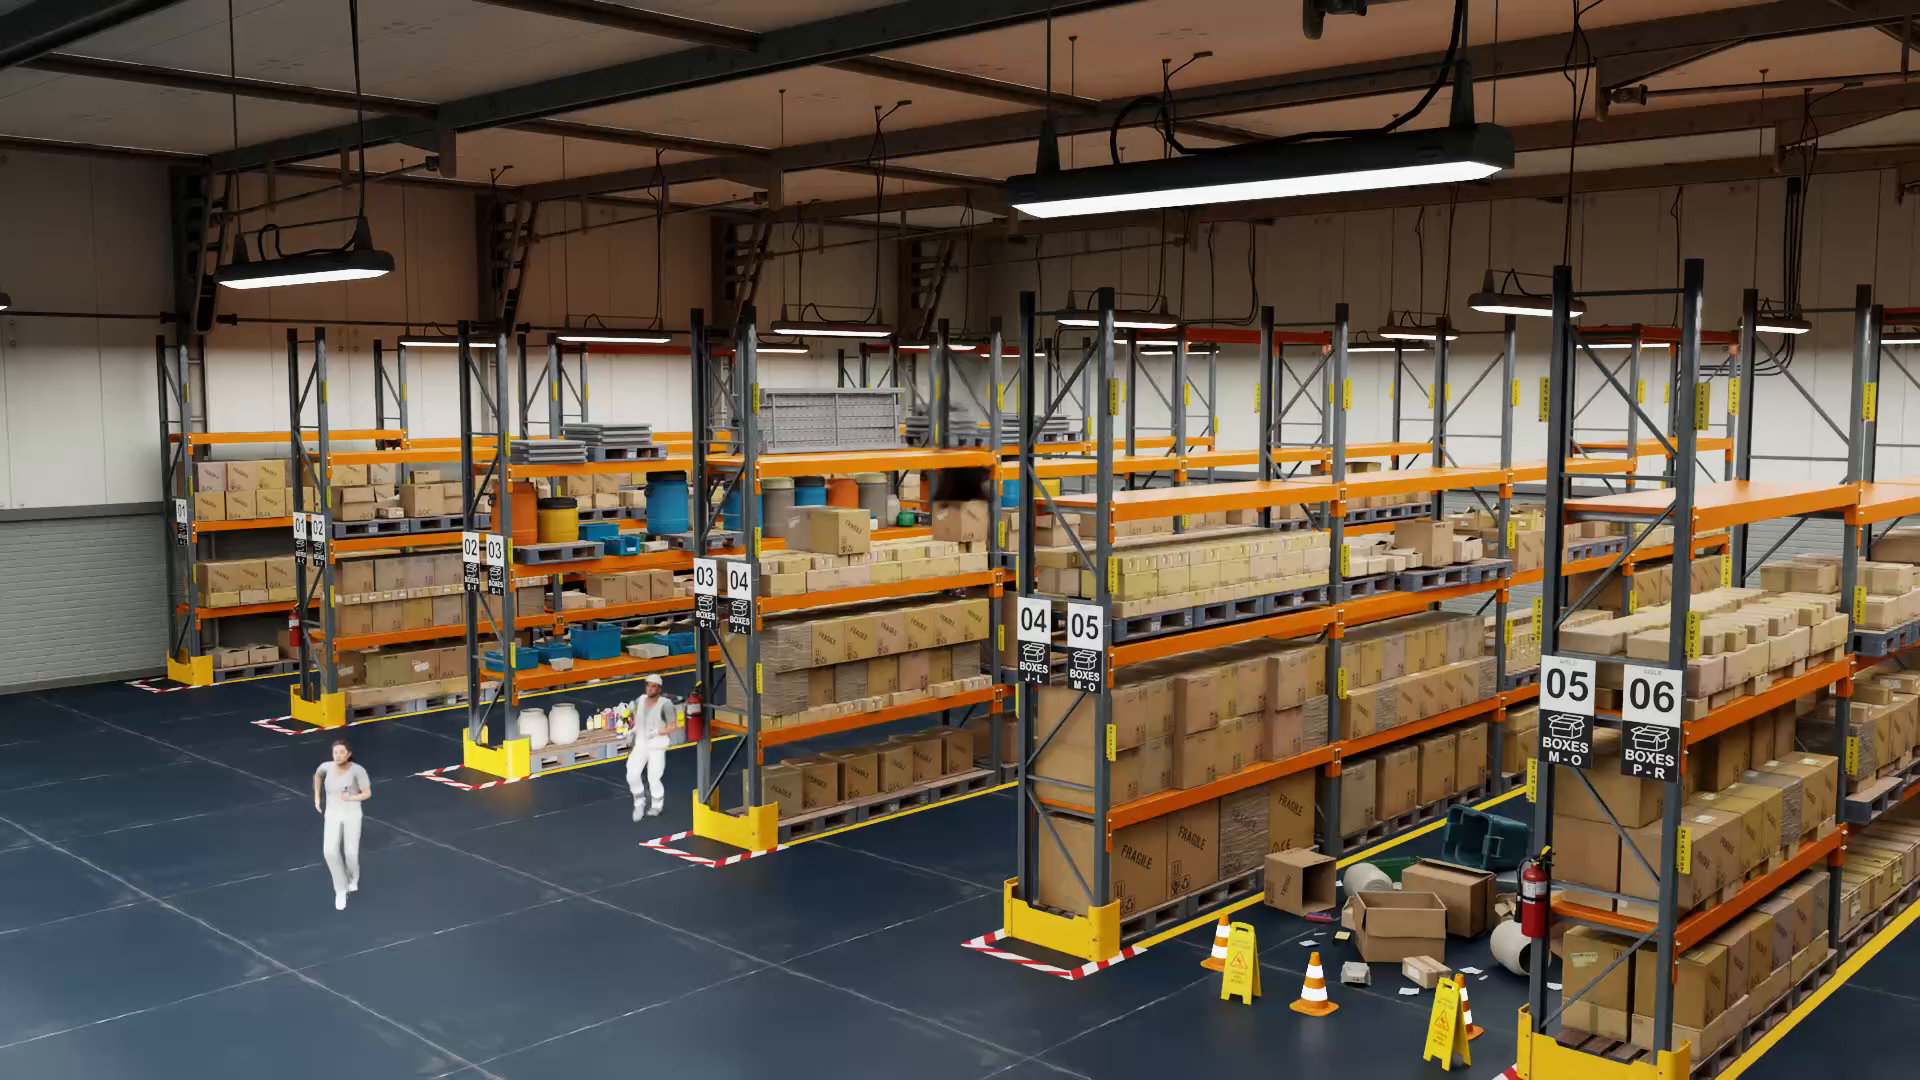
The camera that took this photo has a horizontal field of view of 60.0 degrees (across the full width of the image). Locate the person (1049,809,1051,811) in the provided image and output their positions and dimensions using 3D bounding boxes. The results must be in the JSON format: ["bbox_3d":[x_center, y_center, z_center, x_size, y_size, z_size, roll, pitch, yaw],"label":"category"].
[{"bbox_3d":[1.185,2.562,18.934,0.661,1.681,0.585,4,7,37],"label":"person"}]

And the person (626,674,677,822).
[{"bbox_3d":[-3.647,2.454,19.650,0.645,1.773,0.688,1,6,15],"label":"person"}]

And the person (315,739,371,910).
[{"bbox_3d":[-6.131,2.787,16.538,0.588,1.674,0.816,-1,5,-8],"label":"person"}]
